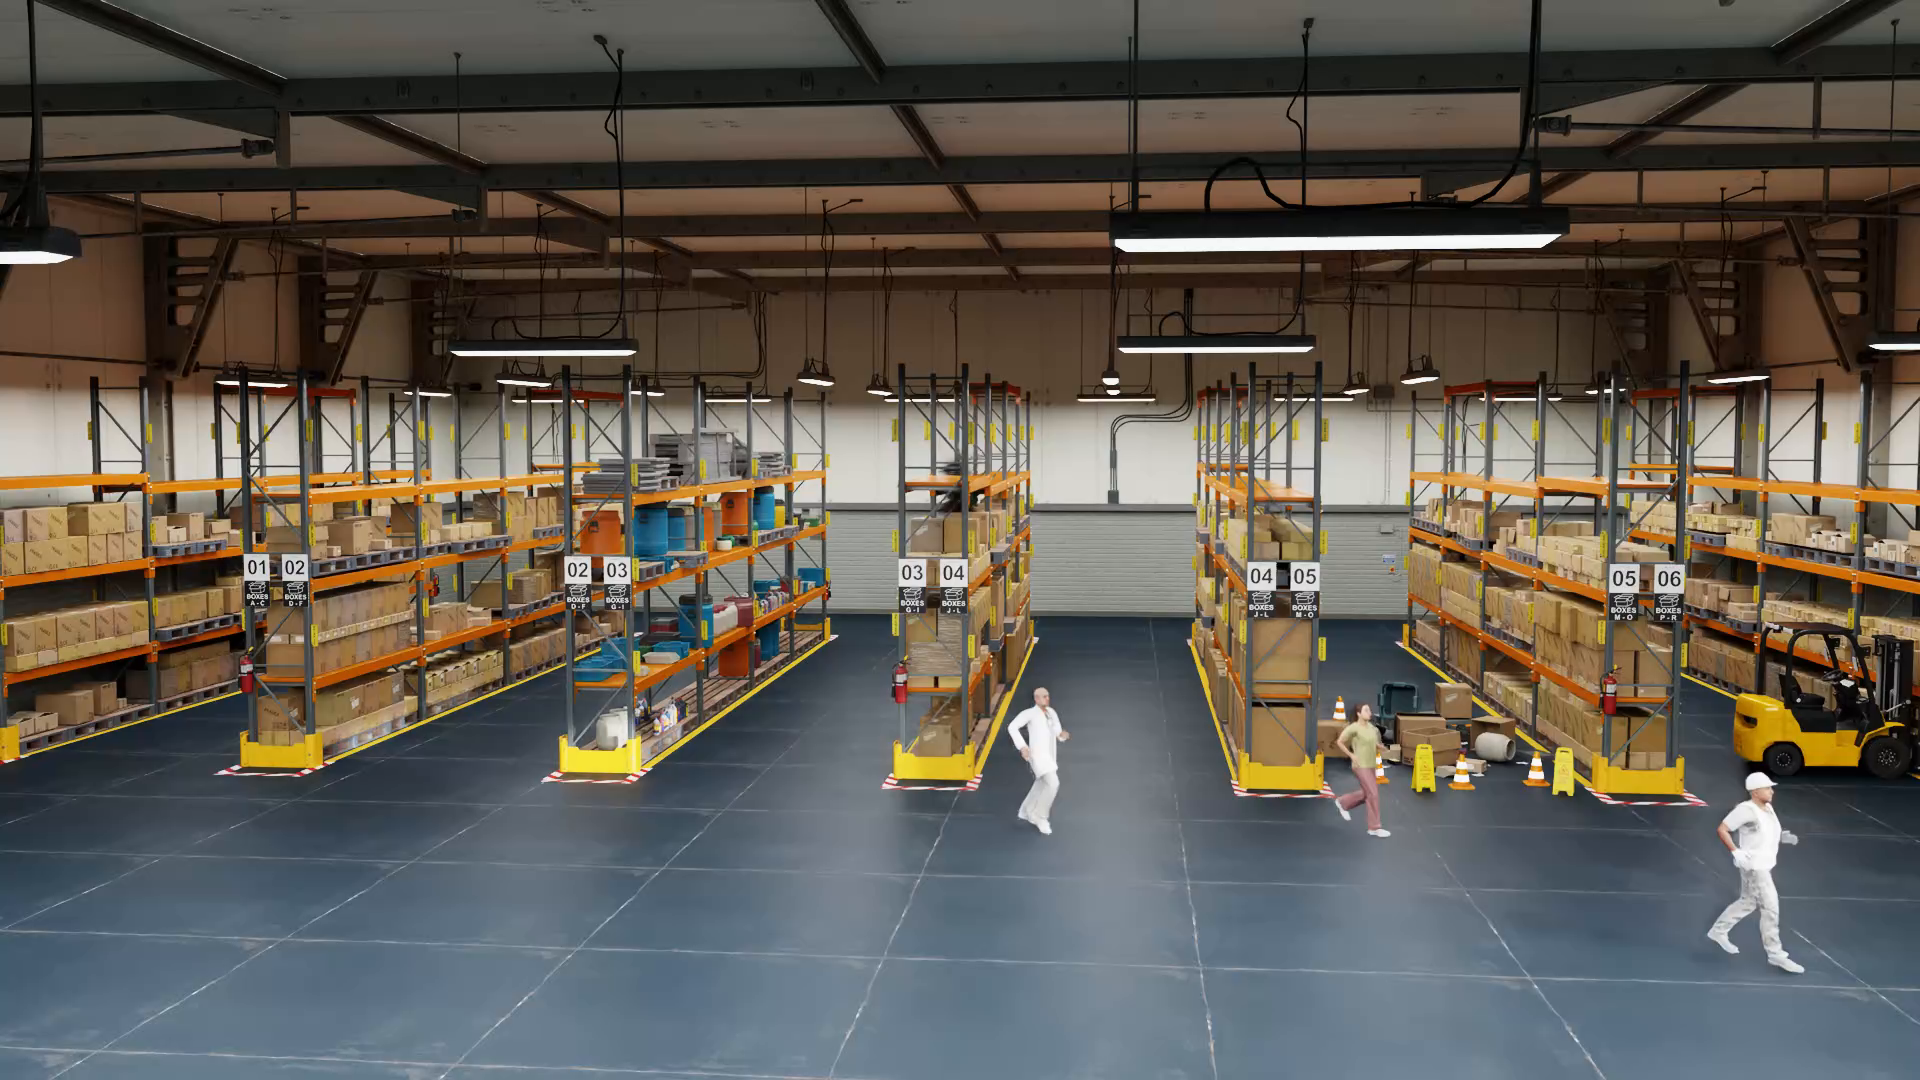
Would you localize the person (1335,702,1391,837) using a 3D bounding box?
[{"bbox_3d":[5.030,2.838,20.816,0.589,1.642,0.882,-3,5,-40],"label":"person"}]

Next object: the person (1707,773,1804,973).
[{"bbox_3d":[7.494,3.074,15.626,0.891,1.789,0.687,3,5,40],"label":"person"}]

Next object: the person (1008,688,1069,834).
[{"bbox_3d":[1.035,2.777,20.955,0.807,1.831,0.673,3,5,37],"label":"person"}]
